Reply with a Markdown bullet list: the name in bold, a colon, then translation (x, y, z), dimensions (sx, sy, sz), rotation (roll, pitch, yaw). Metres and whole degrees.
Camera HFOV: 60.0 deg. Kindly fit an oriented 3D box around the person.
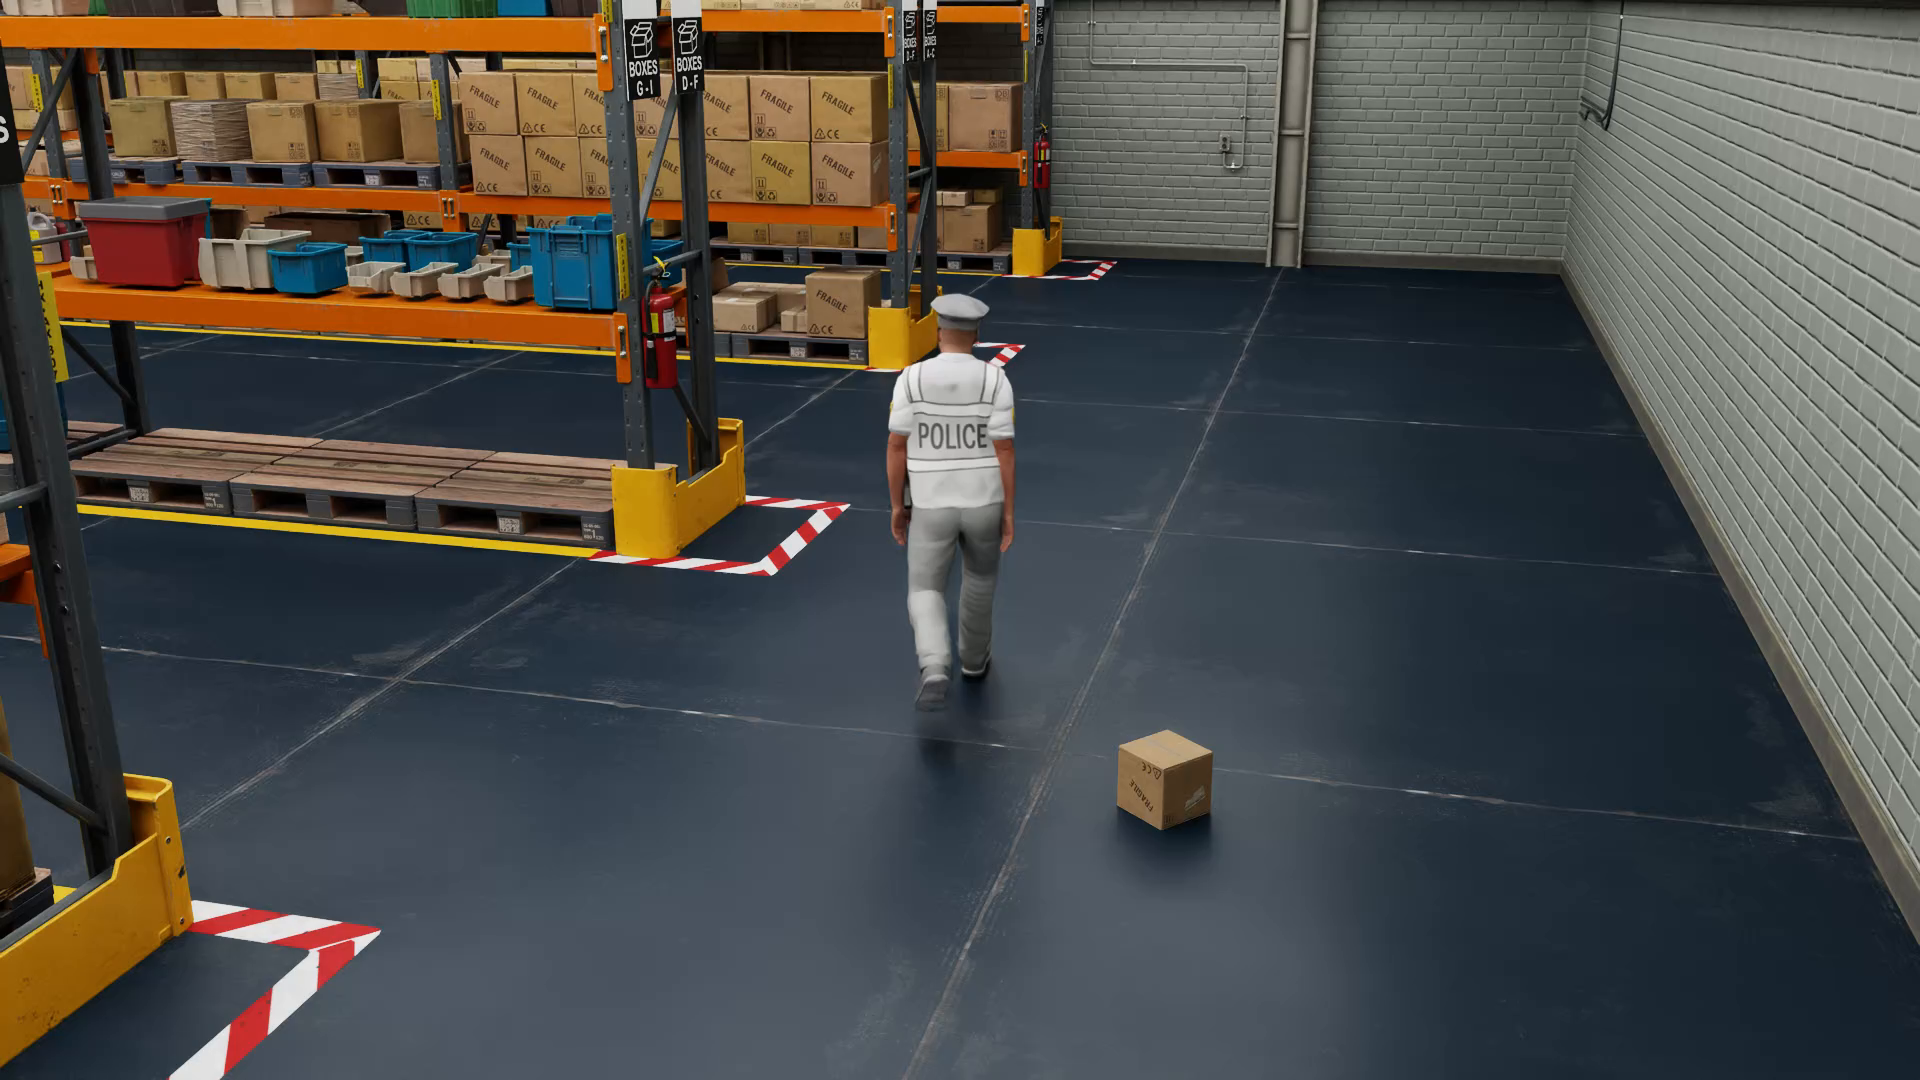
- **person**: translation (-0.036, -0.144, 6.995), dimensions (0.542, 1.701, 0.981), rotation (0, 18, -2)
